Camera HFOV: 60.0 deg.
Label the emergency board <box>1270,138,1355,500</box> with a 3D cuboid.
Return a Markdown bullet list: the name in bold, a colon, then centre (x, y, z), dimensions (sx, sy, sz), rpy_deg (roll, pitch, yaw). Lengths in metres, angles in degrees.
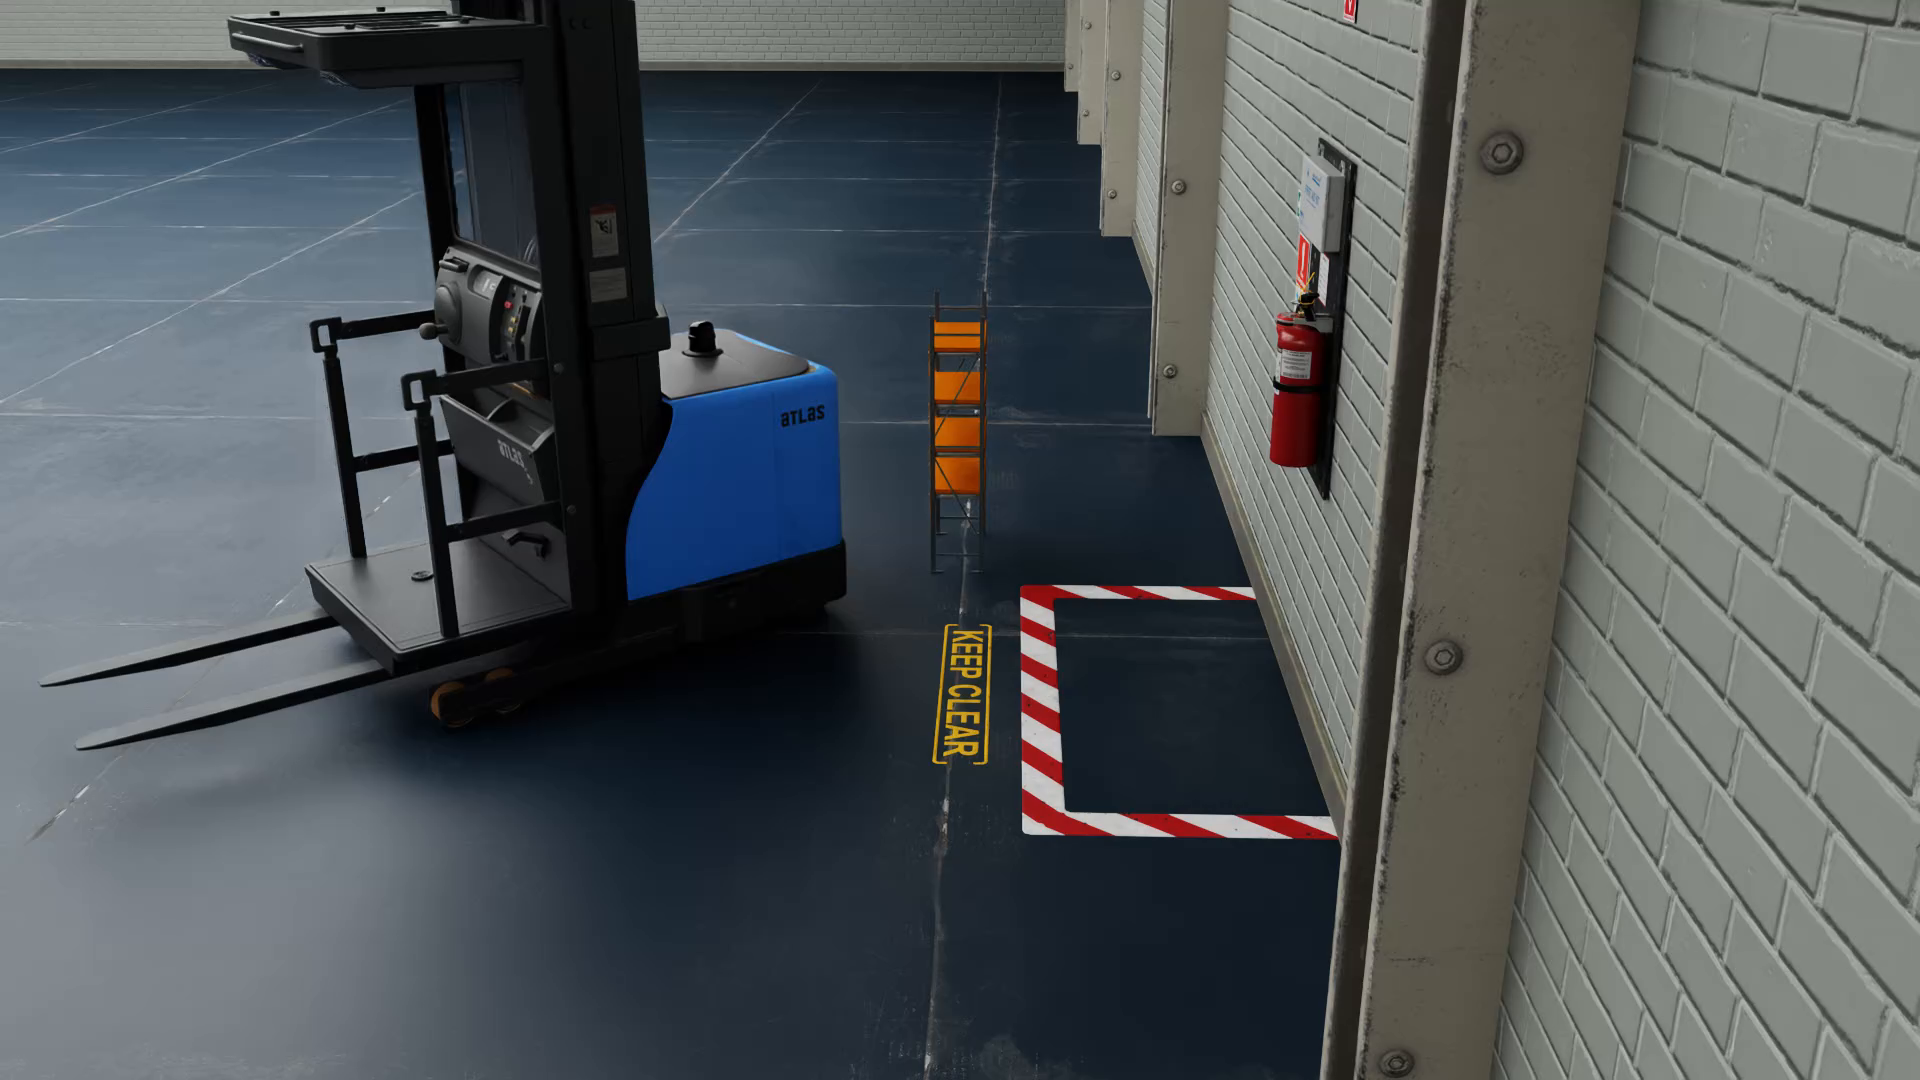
- **emergency board**: centre (1.203, -0.795, 5.932), dimensions (0.194, 1.169, 0.643), rpy_deg (1, 21, 2)

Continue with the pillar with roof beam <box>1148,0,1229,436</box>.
- **pillar with roof beam**: centre (-3.031, -4.916, 8.259), dimensions (9.100, 9.000, 0.400), rpy_deg (1, 21, 2)

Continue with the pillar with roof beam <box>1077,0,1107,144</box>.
- **pillar with roof beam**: centre (-2.666, -9.255, 19.441), dimensions (9.100, 9.000, 0.400), rpy_deg (1, 21, 2)

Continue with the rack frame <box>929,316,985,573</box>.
- **rack frame**: centre (-0.012, -0.411, 7.430), dimensions (0.240, 1.200, 0.015), rpy_deg (1, 21, 2)

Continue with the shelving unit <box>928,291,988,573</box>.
- **shelving unit**: centre (-0.005, -0.500, 7.658), dimensions (0.258, 1.200, 0.503), rpy_deg (1, 21, 2)

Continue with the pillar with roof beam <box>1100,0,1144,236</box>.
- **pillar with roof beam**: centre (-2.849, -7.085, 13.850), dimensions (9.100, 9.000, 0.400), rpy_deg (1, 21, 2)

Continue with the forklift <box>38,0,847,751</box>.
- **forklift**: centre (-1.971, -0.882, 6.250), dimensions (3.031, 2.935, 1.130), rpy_deg (-16, 26, -35)

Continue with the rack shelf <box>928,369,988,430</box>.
- **rack shelf**: centre (-0.005, -0.645, 7.601), dimensions (0.258, 0.148, 0.480), rpy_deg (1, 21, 2)

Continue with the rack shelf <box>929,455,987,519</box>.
- **rack shelf**: centre (-0.005, -0.252, 7.754), dimensions (0.258, 0.148, 0.480), rpy_deg (1, 21, 2)

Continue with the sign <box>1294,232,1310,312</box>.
- **sign**: centre (1.323, -1.011, 6.438), dimensions (0.001, 0.329, 0.234), rpy_deg (1, 21, 2)

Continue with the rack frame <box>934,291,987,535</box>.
- **rack frame**: centre (0.002, -0.588, 7.885), dimensions (0.240, 1.200, 0.015), rpy_deg (1, 21, 2)

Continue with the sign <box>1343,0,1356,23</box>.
- **sign**: centre (1.302, -1.878, 5.518), dimensions (0.001, 0.298, 0.199), rpy_deg (1, 21, 2)

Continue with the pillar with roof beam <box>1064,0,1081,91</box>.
- **pillar with roof beam**: centre (-2.484, -11.424, 25.032), dimensions (9.100, 9.000, 0.400), rpy_deg (1, 21, 2)

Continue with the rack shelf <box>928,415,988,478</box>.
- **rack shelf**: centre (-0.005, -0.437, 7.682), dimensions (0.258, 0.148, 0.480), rpy_deg (1, 21, 2)

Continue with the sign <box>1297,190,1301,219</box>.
- **sign**: centre (1.313, -1.256, 6.338), dimensions (0.001, 0.109, 0.331), rpy_deg (1, 21, 2)

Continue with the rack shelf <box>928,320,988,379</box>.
- **rack shelf**: centre (-0.005, -0.866, 7.515), dimensions (0.258, 0.148, 0.480), rpy_deg (1, 21, 2)
